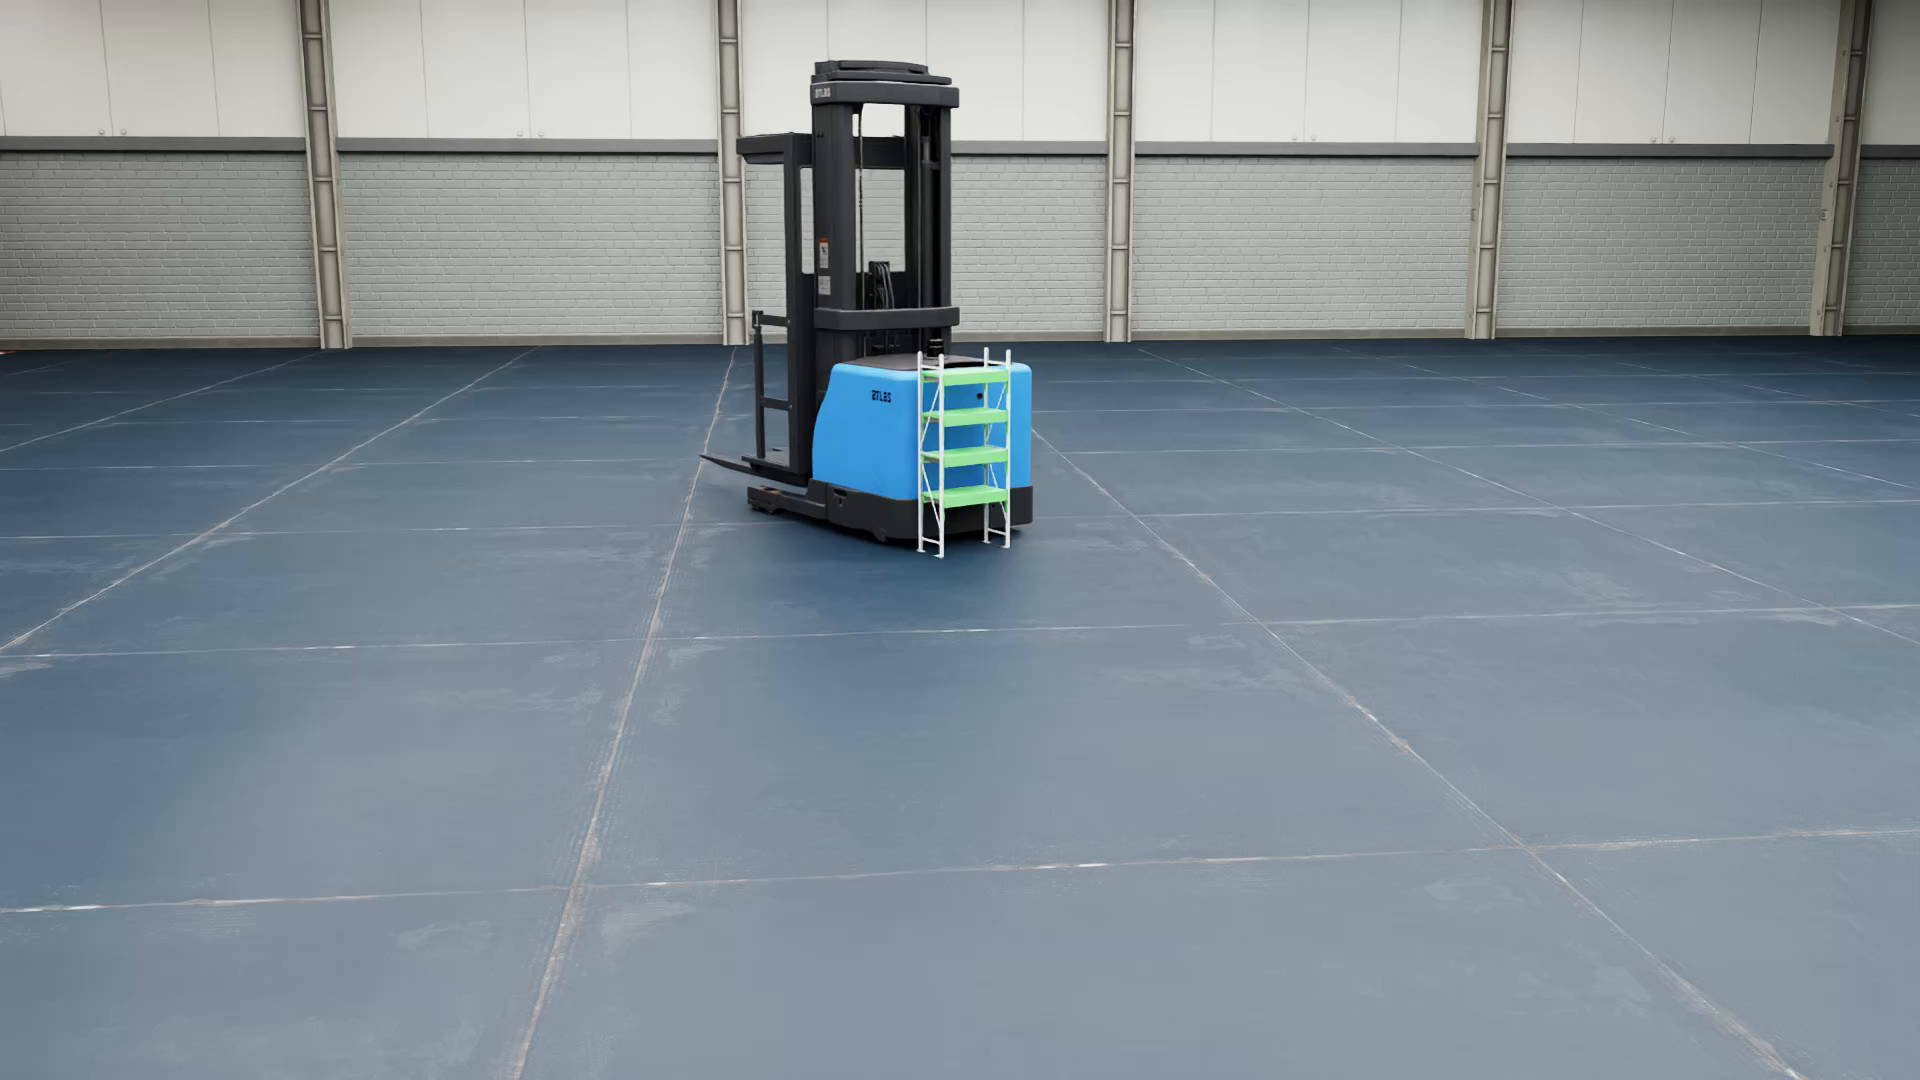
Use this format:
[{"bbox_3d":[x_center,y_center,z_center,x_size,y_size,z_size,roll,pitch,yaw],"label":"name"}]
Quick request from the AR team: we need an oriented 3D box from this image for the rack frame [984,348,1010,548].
[{"bbox_3d":[0.224,-0.557,10.089,0.015,1.200,0.240,-8,14,-35],"label":"rack frame"}]

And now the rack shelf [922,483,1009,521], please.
[{"bbox_3d":[0.026,-0.231,10.009,0.480,0.148,0.258,-8,14,-35],"label":"rack shelf"}]

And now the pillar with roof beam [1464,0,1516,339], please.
[{"bbox_3d":[8.925,-6.878,22.024,0.400,9.000,9.100,-1,11,-6],"label":"pillar with roof beam"}]

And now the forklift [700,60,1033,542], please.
[{"bbox_3d":[-0.802,-1.659,11.208,1.130,2.935,3.031,-8,14,-35],"label":"forklift"}]

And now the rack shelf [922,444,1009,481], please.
[{"bbox_3d":[0.026,-0.467,9.962,0.480,0.148,0.258,-8,14,-35],"label":"rack shelf"}]

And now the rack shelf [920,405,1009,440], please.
[{"bbox_3d":[0.026,-0.702,9.916,0.480,0.148,0.258,-8,14,-35],"label":"rack shelf"}]

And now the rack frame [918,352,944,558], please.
[{"bbox_3d":[-0.173,-0.502,9.811,0.015,1.200,0.240,-8,14,-35],"label":"rack frame"}]

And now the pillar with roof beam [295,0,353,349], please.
[{"bbox_3d":[-8.970,-6.503,20.117,0.400,9.000,9.100,-1,11,-6],"label":"pillar with roof beam"}]

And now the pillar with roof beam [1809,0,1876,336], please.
[{"bbox_3d":[14.890,-7.003,22.660,0.400,9.000,9.100,-1,11,-6],"label":"pillar with roof beam"}]

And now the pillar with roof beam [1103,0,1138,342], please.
[{"bbox_3d":[2.960,-6.753,21.389,0.400,9.000,9.100,-1,11,-6],"label":"pillar with roof beam"}]

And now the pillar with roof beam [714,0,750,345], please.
[{"bbox_3d":[-3.005,-6.628,20.753,0.400,9.000,9.100,-1,11,-6],"label":"pillar with roof beam"}]

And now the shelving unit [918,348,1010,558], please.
[{"bbox_3d":[0.026,-0.529,9.950,0.503,1.200,0.258,-8,14,-35],"label":"shelving unit"}]

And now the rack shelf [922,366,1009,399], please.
[{"bbox_3d":[0.026,-0.938,9.870,0.480,0.148,0.258,-8,14,-35],"label":"rack shelf"}]
